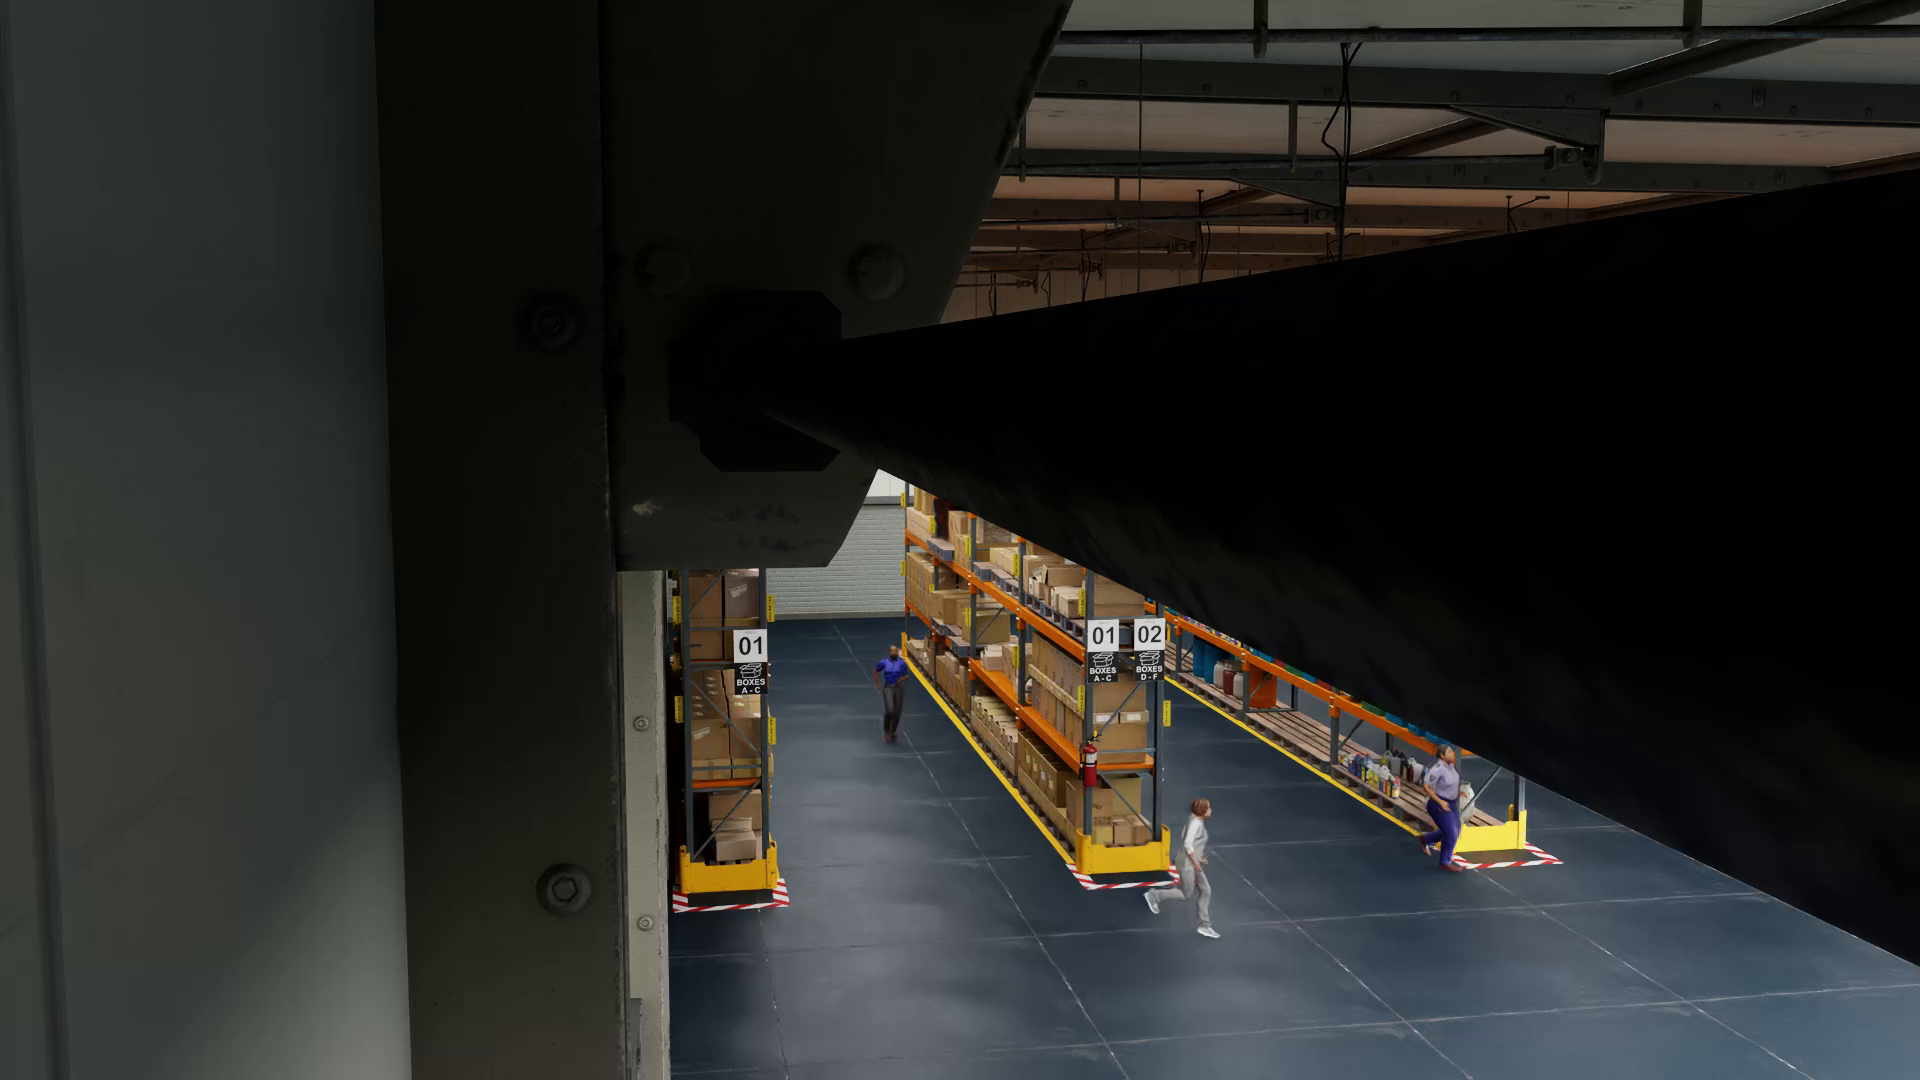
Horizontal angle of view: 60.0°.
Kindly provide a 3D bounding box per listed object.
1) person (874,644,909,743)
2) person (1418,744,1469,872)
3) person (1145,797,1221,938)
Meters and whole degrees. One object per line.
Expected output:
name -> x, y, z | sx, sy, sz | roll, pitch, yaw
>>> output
person -> -1.141, 2.596, 28.159 | 0.550, 1.668, 0.691 | -2, 6, -15
person -> 6.070, 3.359, 20.996 | 0.621, 1.604, 0.603 | 5, 8, 40
person -> 2.497, 3.650, 18.592 | 0.856, 1.583, 0.543 | 1, 6, 14
